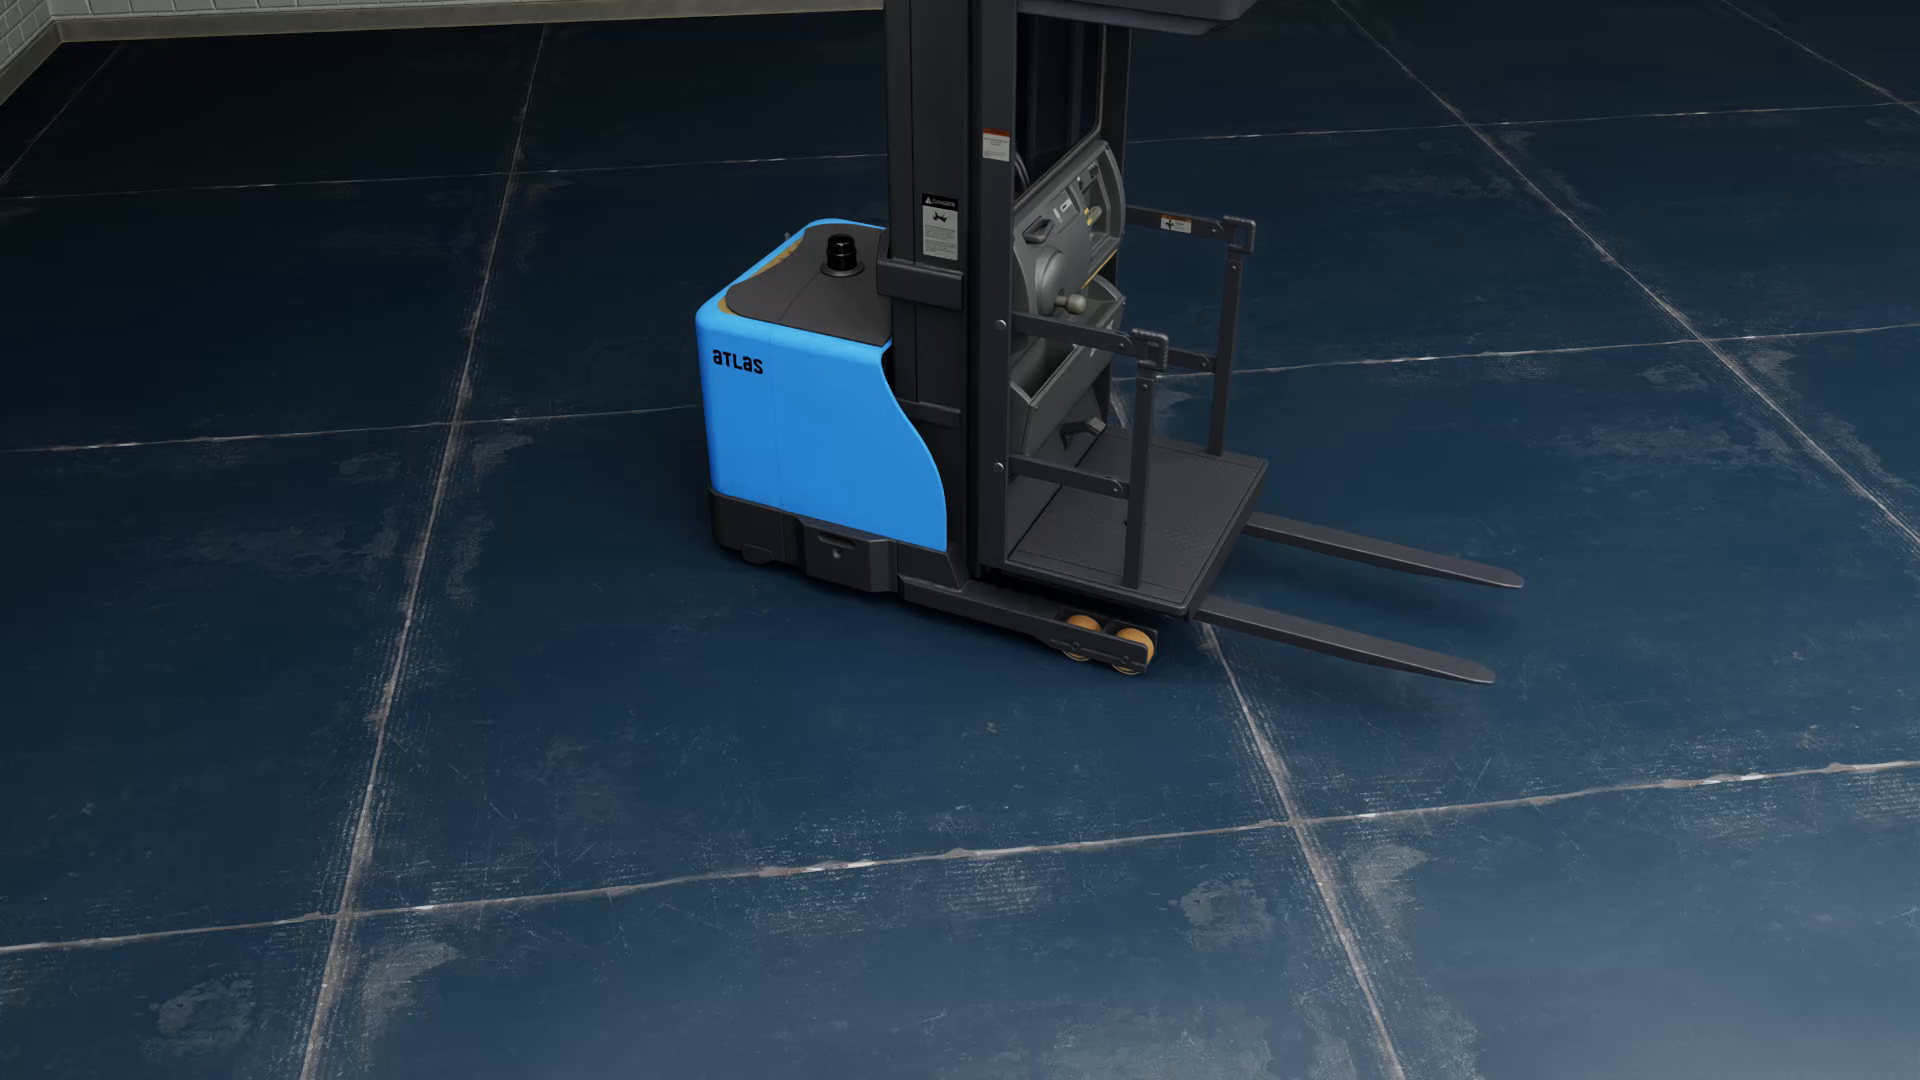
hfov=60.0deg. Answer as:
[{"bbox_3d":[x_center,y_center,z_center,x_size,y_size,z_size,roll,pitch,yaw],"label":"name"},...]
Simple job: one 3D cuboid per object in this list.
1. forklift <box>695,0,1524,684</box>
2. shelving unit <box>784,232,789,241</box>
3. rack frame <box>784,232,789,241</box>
[{"bbox_3d":[0.569,-1.065,5.710,3.031,2.935,1.130,14,37,20],"label":"forklift"},{"bbox_3d":[-0.589,-0.910,7.284,0.258,0.900,0.210,-17,37,-24],"label":"shelving unit"},{"bbox_3d":[-0.638,-0.959,7.358,0.240,0.900,0.006,-17,37,-24],"label":"rack frame"}]
